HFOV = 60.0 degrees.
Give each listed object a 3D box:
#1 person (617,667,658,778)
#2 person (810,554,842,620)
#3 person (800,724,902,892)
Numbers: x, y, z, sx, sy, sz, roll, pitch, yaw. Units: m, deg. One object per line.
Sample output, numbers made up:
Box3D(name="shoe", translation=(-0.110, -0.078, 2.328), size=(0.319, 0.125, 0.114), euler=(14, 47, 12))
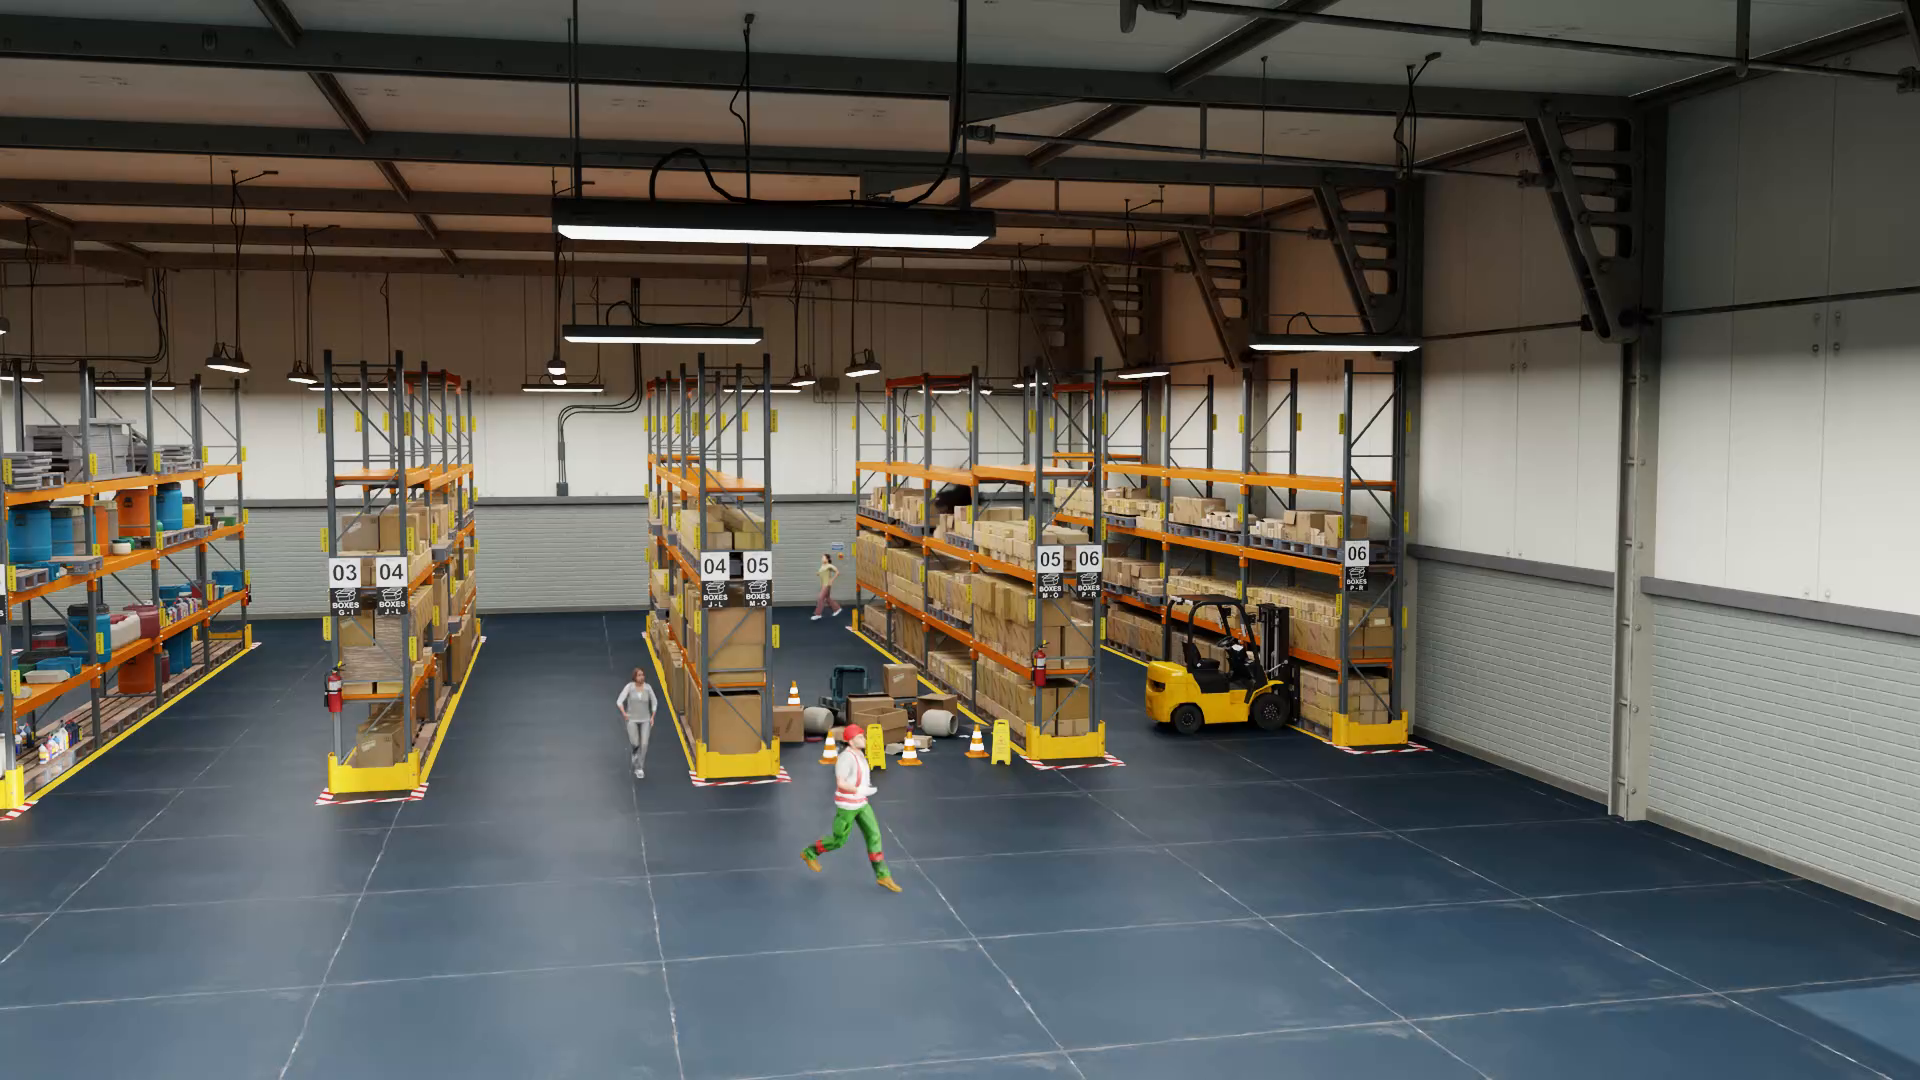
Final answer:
Box3D(name="person", translation=(-4.575, 2.639, 23.656), size=(0.569, 1.480, 0.493), euler=(-1, 4, -18))
Box3D(name="person", translation=(-3.428, 1.181, 42.562), size=(0.957, 1.667, 0.569), euler=(-2, 5, -30))
Box3D(name="person", translation=(-1.194, 2.871, 17.879), size=(1.162, 1.791, 0.623), euler=(2, 4, 25))
